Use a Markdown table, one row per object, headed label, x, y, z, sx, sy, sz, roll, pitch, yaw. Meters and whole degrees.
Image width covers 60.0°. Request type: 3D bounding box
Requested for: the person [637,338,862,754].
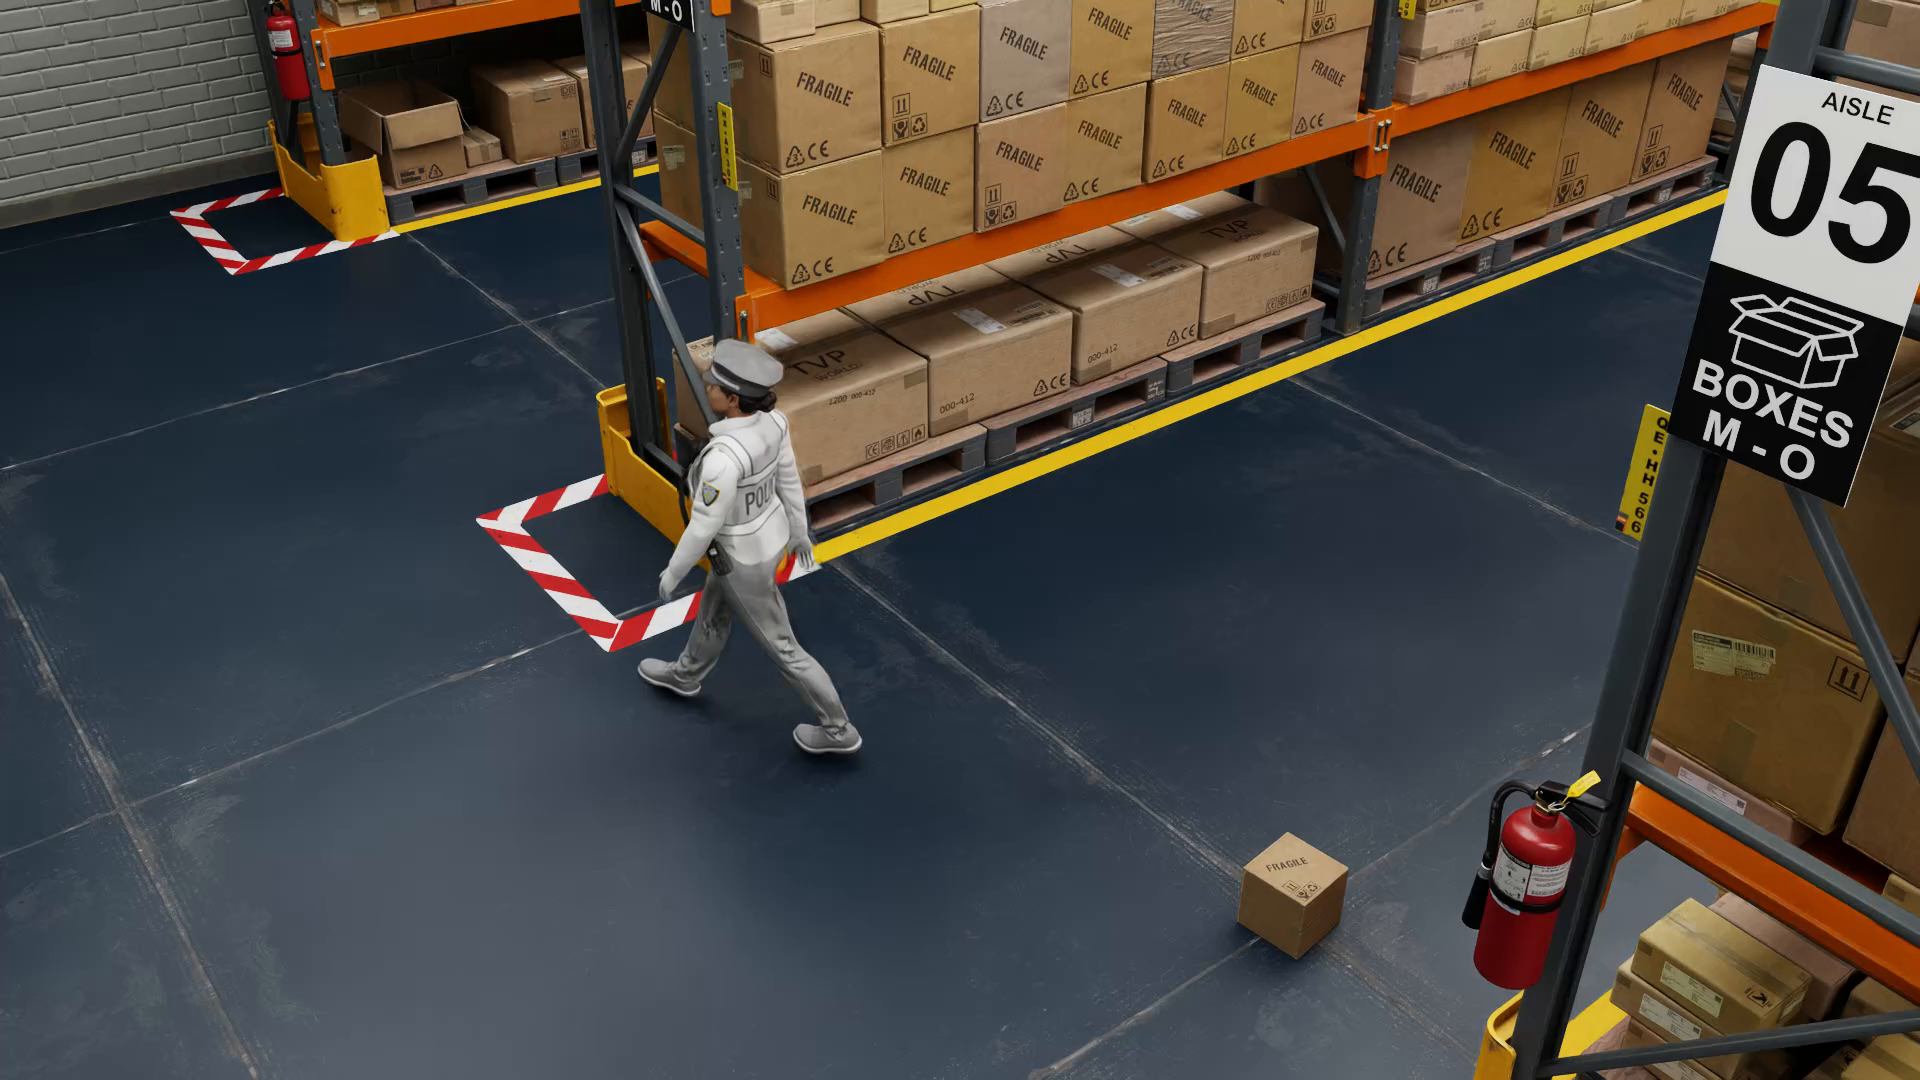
| label | x | y | z | sx | sy | sz | roll | pitch | yaw |
| --- | --- | --- | --- | --- | --- | --- | --- | --- | --- |
| person | -0.846 | 0.019 | 6.059 | 1.029 | 1.619 | 0.513 | 9 | 33 | 13 |
